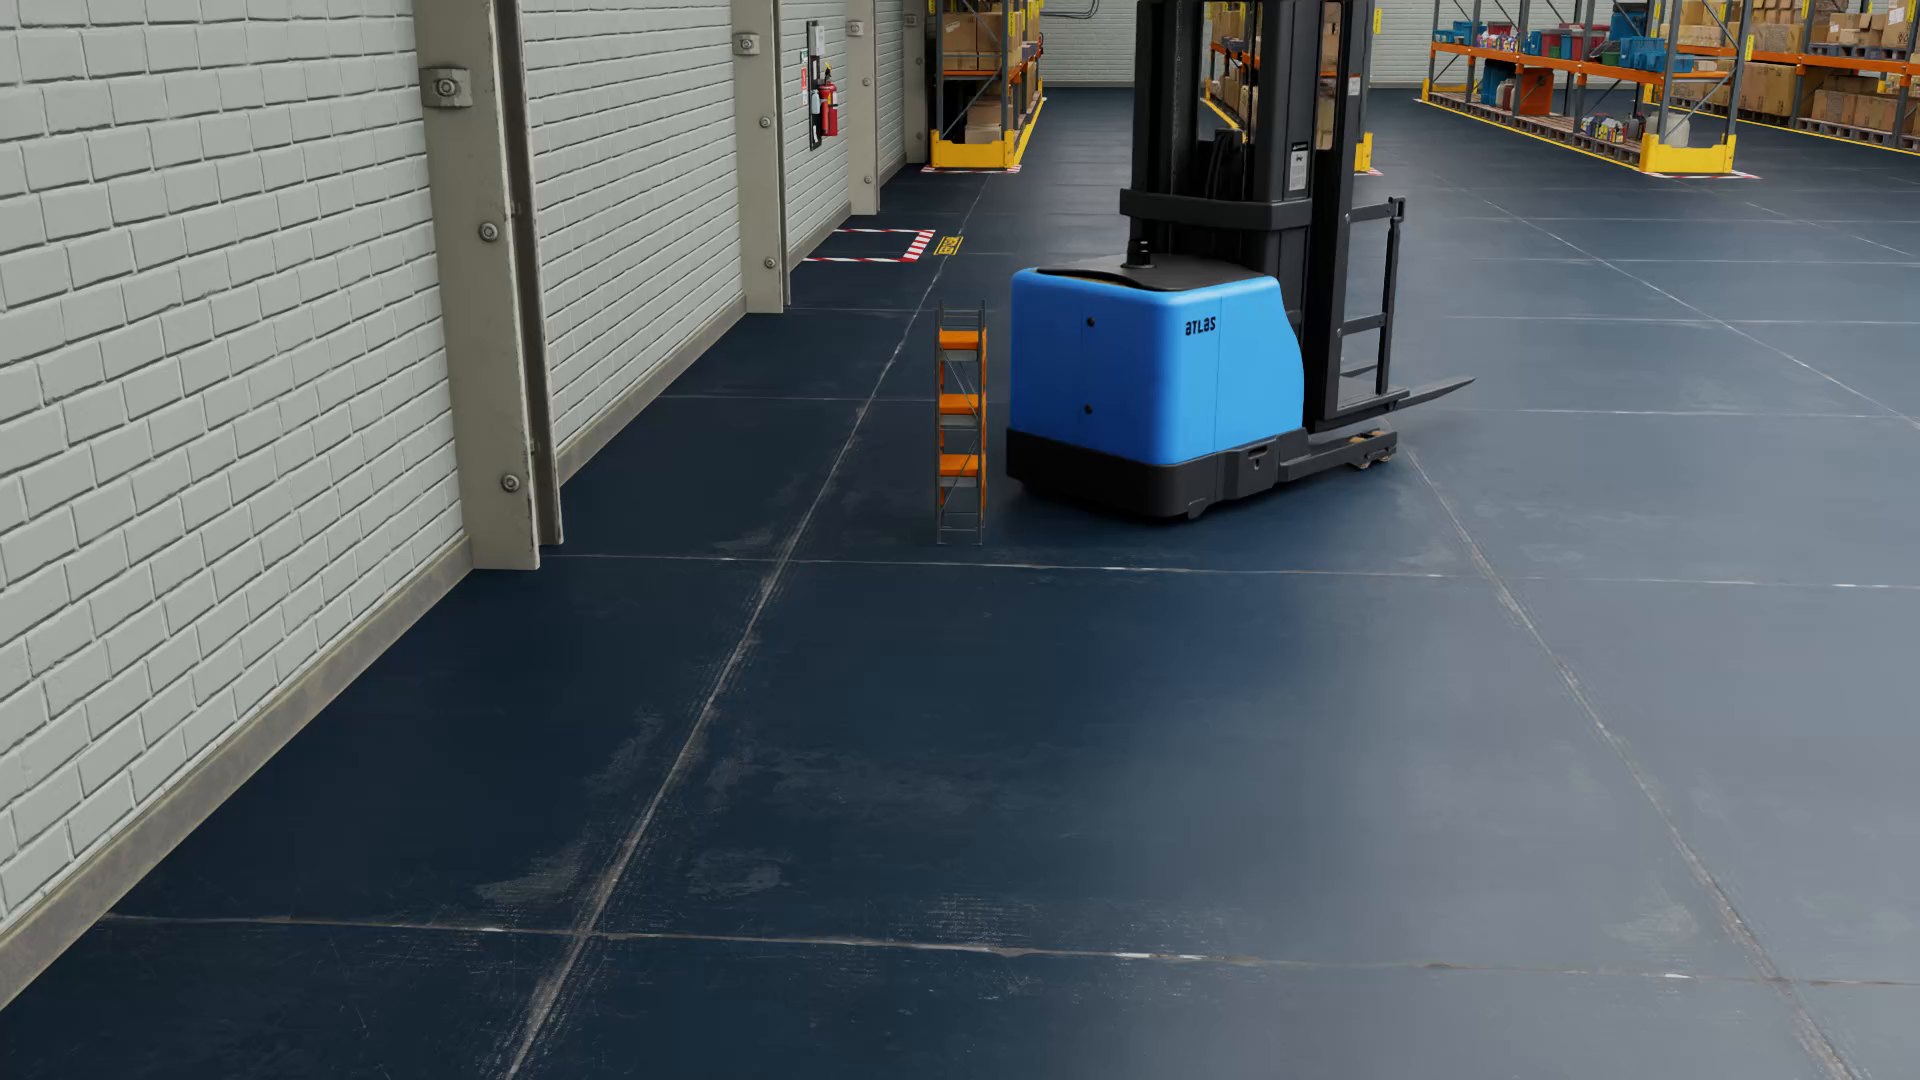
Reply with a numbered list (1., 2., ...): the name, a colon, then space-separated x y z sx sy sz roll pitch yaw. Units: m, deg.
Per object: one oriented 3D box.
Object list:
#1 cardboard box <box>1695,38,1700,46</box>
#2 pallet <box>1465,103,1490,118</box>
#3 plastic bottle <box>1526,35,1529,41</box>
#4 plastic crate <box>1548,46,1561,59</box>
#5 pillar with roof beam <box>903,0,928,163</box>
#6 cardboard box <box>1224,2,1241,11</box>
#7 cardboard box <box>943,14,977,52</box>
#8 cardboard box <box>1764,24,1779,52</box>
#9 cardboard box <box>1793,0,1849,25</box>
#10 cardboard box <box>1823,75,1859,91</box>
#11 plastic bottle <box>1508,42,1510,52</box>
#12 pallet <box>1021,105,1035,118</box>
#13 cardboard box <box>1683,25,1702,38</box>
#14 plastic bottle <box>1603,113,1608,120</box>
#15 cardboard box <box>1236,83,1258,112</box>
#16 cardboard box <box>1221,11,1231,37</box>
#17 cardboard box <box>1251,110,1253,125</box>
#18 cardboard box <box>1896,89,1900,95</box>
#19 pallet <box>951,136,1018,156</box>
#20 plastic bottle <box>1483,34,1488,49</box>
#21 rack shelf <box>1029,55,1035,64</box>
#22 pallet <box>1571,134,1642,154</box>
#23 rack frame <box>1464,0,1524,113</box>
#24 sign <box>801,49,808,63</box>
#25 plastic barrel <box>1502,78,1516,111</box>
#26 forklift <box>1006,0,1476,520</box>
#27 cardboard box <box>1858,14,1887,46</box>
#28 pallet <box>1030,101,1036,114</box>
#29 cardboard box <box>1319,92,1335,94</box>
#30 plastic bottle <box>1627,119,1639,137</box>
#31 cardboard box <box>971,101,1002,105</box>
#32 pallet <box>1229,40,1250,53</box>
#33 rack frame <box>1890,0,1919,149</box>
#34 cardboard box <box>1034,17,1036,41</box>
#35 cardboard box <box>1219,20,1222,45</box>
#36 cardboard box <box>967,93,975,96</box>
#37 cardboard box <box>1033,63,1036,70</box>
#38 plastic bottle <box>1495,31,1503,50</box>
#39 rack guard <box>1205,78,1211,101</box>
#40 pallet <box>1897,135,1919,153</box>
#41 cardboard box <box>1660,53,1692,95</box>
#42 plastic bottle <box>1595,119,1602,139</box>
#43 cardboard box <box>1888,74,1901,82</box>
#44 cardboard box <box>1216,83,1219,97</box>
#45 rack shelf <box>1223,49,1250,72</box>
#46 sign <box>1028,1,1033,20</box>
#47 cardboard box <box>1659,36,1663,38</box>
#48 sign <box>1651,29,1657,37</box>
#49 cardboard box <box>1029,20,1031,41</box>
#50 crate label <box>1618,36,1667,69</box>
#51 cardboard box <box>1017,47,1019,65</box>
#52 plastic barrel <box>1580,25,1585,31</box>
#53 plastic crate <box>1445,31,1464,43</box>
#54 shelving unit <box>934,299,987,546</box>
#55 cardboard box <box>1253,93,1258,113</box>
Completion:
1. cardboard box: 15.620 -10.415 34.795 0.380 0.149 0.250 2 18 5
2. pallet: 10.815 -8.660 33.512 1.003 0.211 1.213 1 18 4
3. plastic bottle: 10.991 -9.646 32.250 0.097 0.271 0.097 0 18 0
4. plastic crate: 10.181 -8.185 27.926 0.450 0.188 0.662 1 18 4
5. pillar with roof beam: 3.651 -9.709 22.602 9.100 9.000 0.400 1 18 4
6. cardboard box: 5.749 -11.021 34.473 0.500 0.500 0.500 1 18 4
7. cardboard box: -0.009 -7.163 23.472 0.500 0.500 0.500 1 18 3
8. cardboard box: 15.429 -9.393 31.111 0.500 0.500 0.500 1 18 2
9. cardboard box: 15.634 -9.621 30.197 0.797 0.503 0.637 2 18 6
10. cardboard box: 15.547 -8.039 29.244 0.500 0.250 0.500 2 18 6
11. plastic bottle: 10.292 -9.220 31.062 0.097 0.201 0.097 0 18 0
12. pallet: 0.965 -8.498 33.019 1.003 0.211 1.213 1 18 4
13. cardboard box: 15.732 -10.802 35.336 0.500 0.250 0.500 1 18 3
14. plastic bottle: 10.010 -6.444 25.821 0.144 0.351 0.185 1 18 4
15. cardboard box: 5.517 -8.410 31.579 0.500 0.500 0.500 2 18 6
16. cardboard box: 5.714 -10.440 33.632 0.700 0.500 0.500 -5 19 -15
17. cardboard box: 5.213 -7.195 28.304 0.500 0.250 0.500 2 18 5
18. cardboard box: 20.785 -9.819 36.476 0.380 0.149 0.250 1 18 4
19. pallet: 0.359 -6.046 25.534 1.003 0.211 1.213 1 18 4
20. plastic bottle: 10.436 -9.878 32.959 0.097 0.271 0.097 0 18 0
21. rack shelf: 0.887 -9.482 32.697 1.077 0.370 4.000 1 18 4
22. pallet: 10.248 -6.206 26.024 1.003 0.211 1.213 1 18 4
23. rack frame: 10.912 -10.223 33.806 1.000 3.000 0.127 1 18 4
24. sign: -1.422 -4.425 15.201 0.001 0.109 0.331 1 18 4
25. plastic barrel: 10.724 -8.538 31.860 0.600 0.588 0.708 1 18 4
26. forklift: 1.637 -1.858 8.387 3.031 2.935 1.130 -17 24 -41
27. cardboard box: 15.310 -8.417 27.454 0.797 0.503 0.637 3 18 10
28. pallet: 1.050 -8.878 34.179 1.003 0.211 1.213 1 18 4
29. cardboard box: 5.428 -6.330 24.461 0.500 0.500 0.500 1 18 4
30. plastic bottle: 10.416 -6.383 25.753 0.152 0.276 0.135 1 18 4
31. cardboard box: 0.422 -6.658 26.233 0.500 0.500 0.500 0 18 0
32. pallet: 5.663 -9.214 31.033 1.213 0.211 1.003 1 18 4
33. rack frame: 15.278 -7.628 25.886 1.000 3.000 0.127 1 18 4
34. cardboard box: 1.085 -10.755 34.947 0.980 0.700 0.700 2 18 5
35. cardboard box: 5.821 -10.863 35.599 0.500 0.500 0.500 2 18 5
36. cardboard box: 0.480 -7.372 28.411 0.700 0.500 0.500 1 18 3
37. cardboard box: 1.521 -10.664 37.449 0.380 0.149 0.250 2 18 5
38. plastic bottle: 10.386 -9.595 31.968 0.144 0.351 0.185 1 18 4
39. rack guard: 6.252 -10.366 38.256 1.175 0.500 0.348 1 18 4
40. pallet: 15.265 -6.094 25.681 1.003 0.211 1.213 1 18 4
41. cardboard box: 16.172 -10.345 36.913 0.875 0.875 0.875 1 18 4
42. plastic bottle: 9.799 -6.307 25.508 0.061 0.283 0.133 2 18 6
43. cardboard box: 20.702 -10.185 36.639 0.380 0.149 0.250 0 18 1
44. cardboard box: 5.783 -9.683 35.768 0.500 0.311 0.500 1 18 4
45. rack shelf: 5.828 -9.372 32.363 1.077 0.370 4.000 1 18 4
46. sign: 1.285 -9.706 30.494 0.100 0.325 0.005 1 18 4
47. cardboard box: 15.784 -11.133 36.985 0.380 0.149 0.250 1 18 5
48. sign: 10.886 -7.855 26.132 0.100 0.325 0.005 1 18 4
49. cardboard box: 1.080 -9.708 31.563 0.500 0.500 0.500 2 18 6
50. crate label: 9.913 -7.091 24.190 0.502 0.435 0.616 1 18 4
51. cardboard box: 0.625 -7.277 25.023 0.500 0.250 0.500 1 18 4
52. plastic barrel: 10.709 -8.458 28.200 0.433 0.535 0.433 0 18 0
53. plastic crate: 10.758 -10.936 36.155 0.416 0.233 0.300 1 18 4
54. shelving unit: 0.004 -0.516 7.310 0.215 1.050 0.252 1 18 4
55. cardboard box: 5.172 -7.304 27.737 0.500 0.311 0.500 2 18 5
